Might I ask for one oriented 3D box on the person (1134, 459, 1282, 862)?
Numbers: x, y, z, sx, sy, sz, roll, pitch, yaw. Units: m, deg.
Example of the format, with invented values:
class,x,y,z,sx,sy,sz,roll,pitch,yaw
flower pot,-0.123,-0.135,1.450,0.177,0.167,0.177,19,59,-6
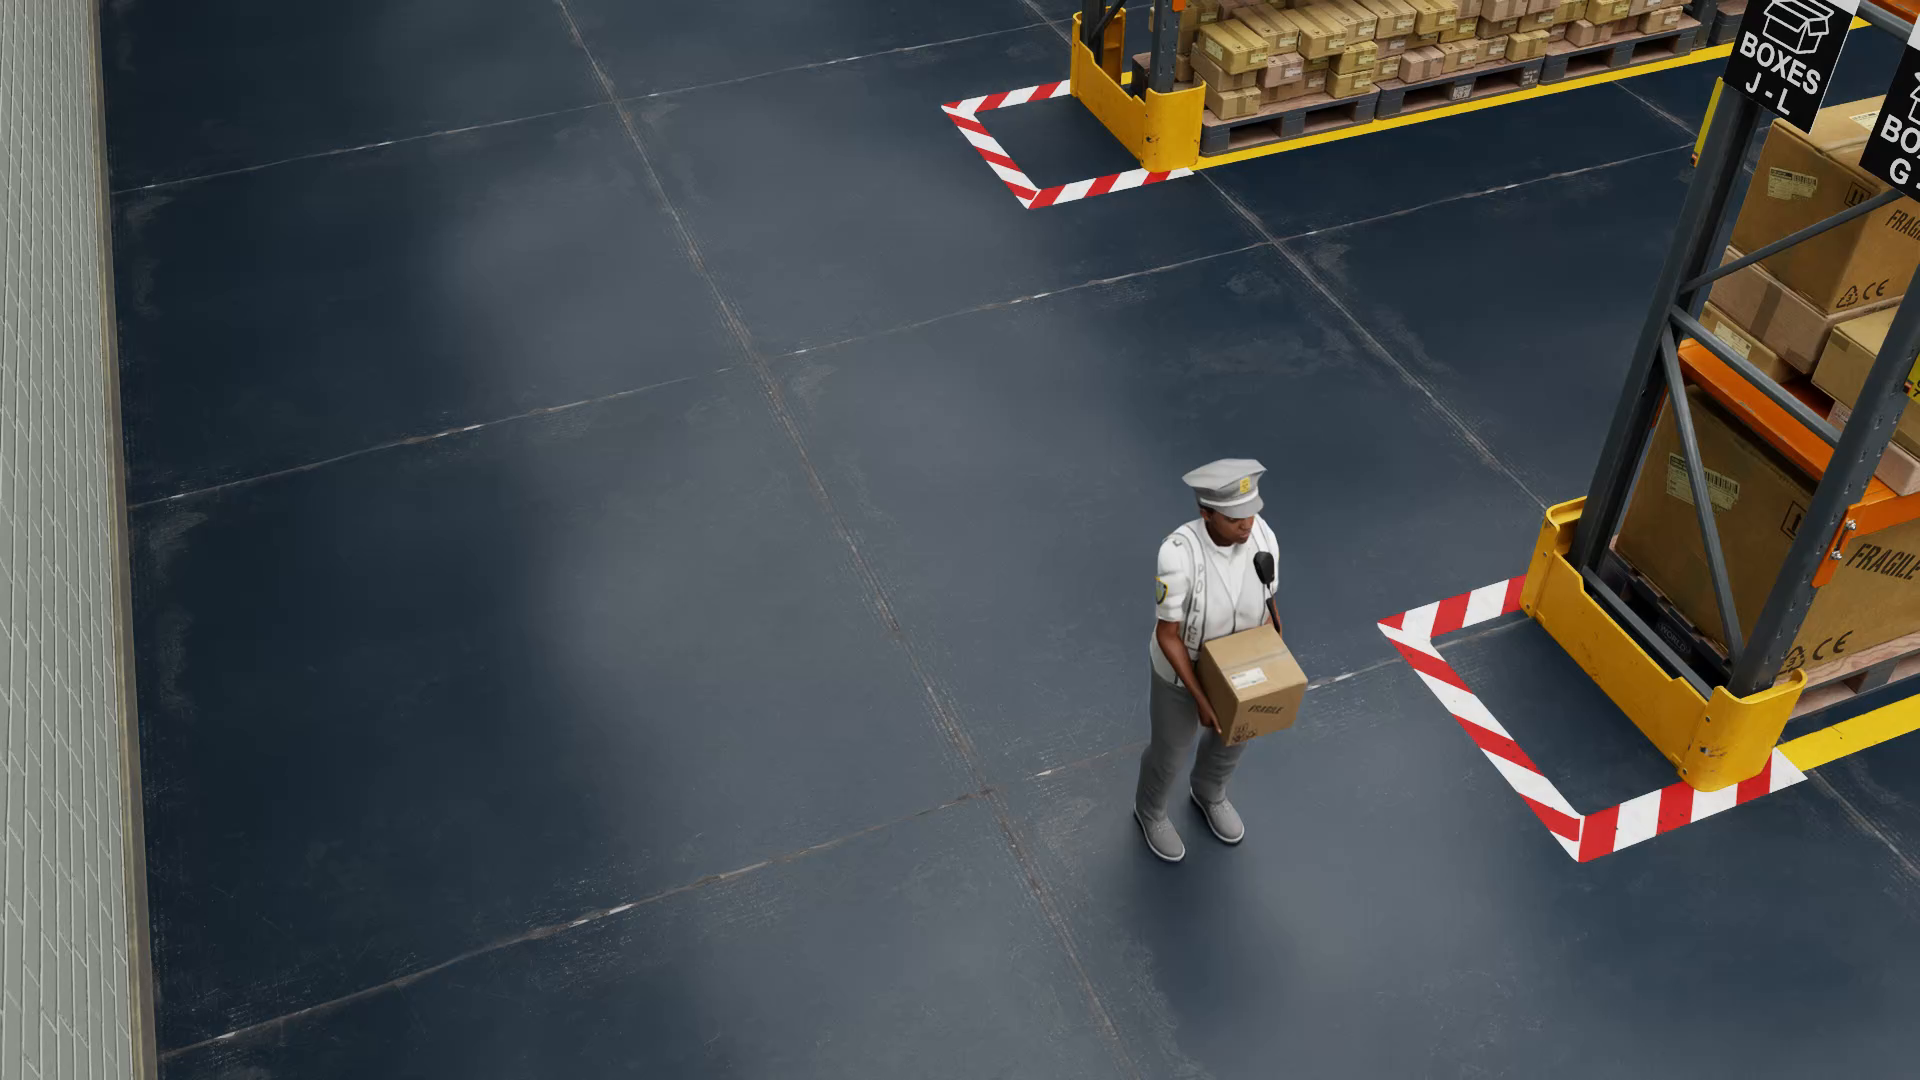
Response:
class,x,y,z,sx,sy,sz,roll,pitch,yaw
person,0.868,0.469,5.622,0.451,1.689,0.527,-15,44,-16
